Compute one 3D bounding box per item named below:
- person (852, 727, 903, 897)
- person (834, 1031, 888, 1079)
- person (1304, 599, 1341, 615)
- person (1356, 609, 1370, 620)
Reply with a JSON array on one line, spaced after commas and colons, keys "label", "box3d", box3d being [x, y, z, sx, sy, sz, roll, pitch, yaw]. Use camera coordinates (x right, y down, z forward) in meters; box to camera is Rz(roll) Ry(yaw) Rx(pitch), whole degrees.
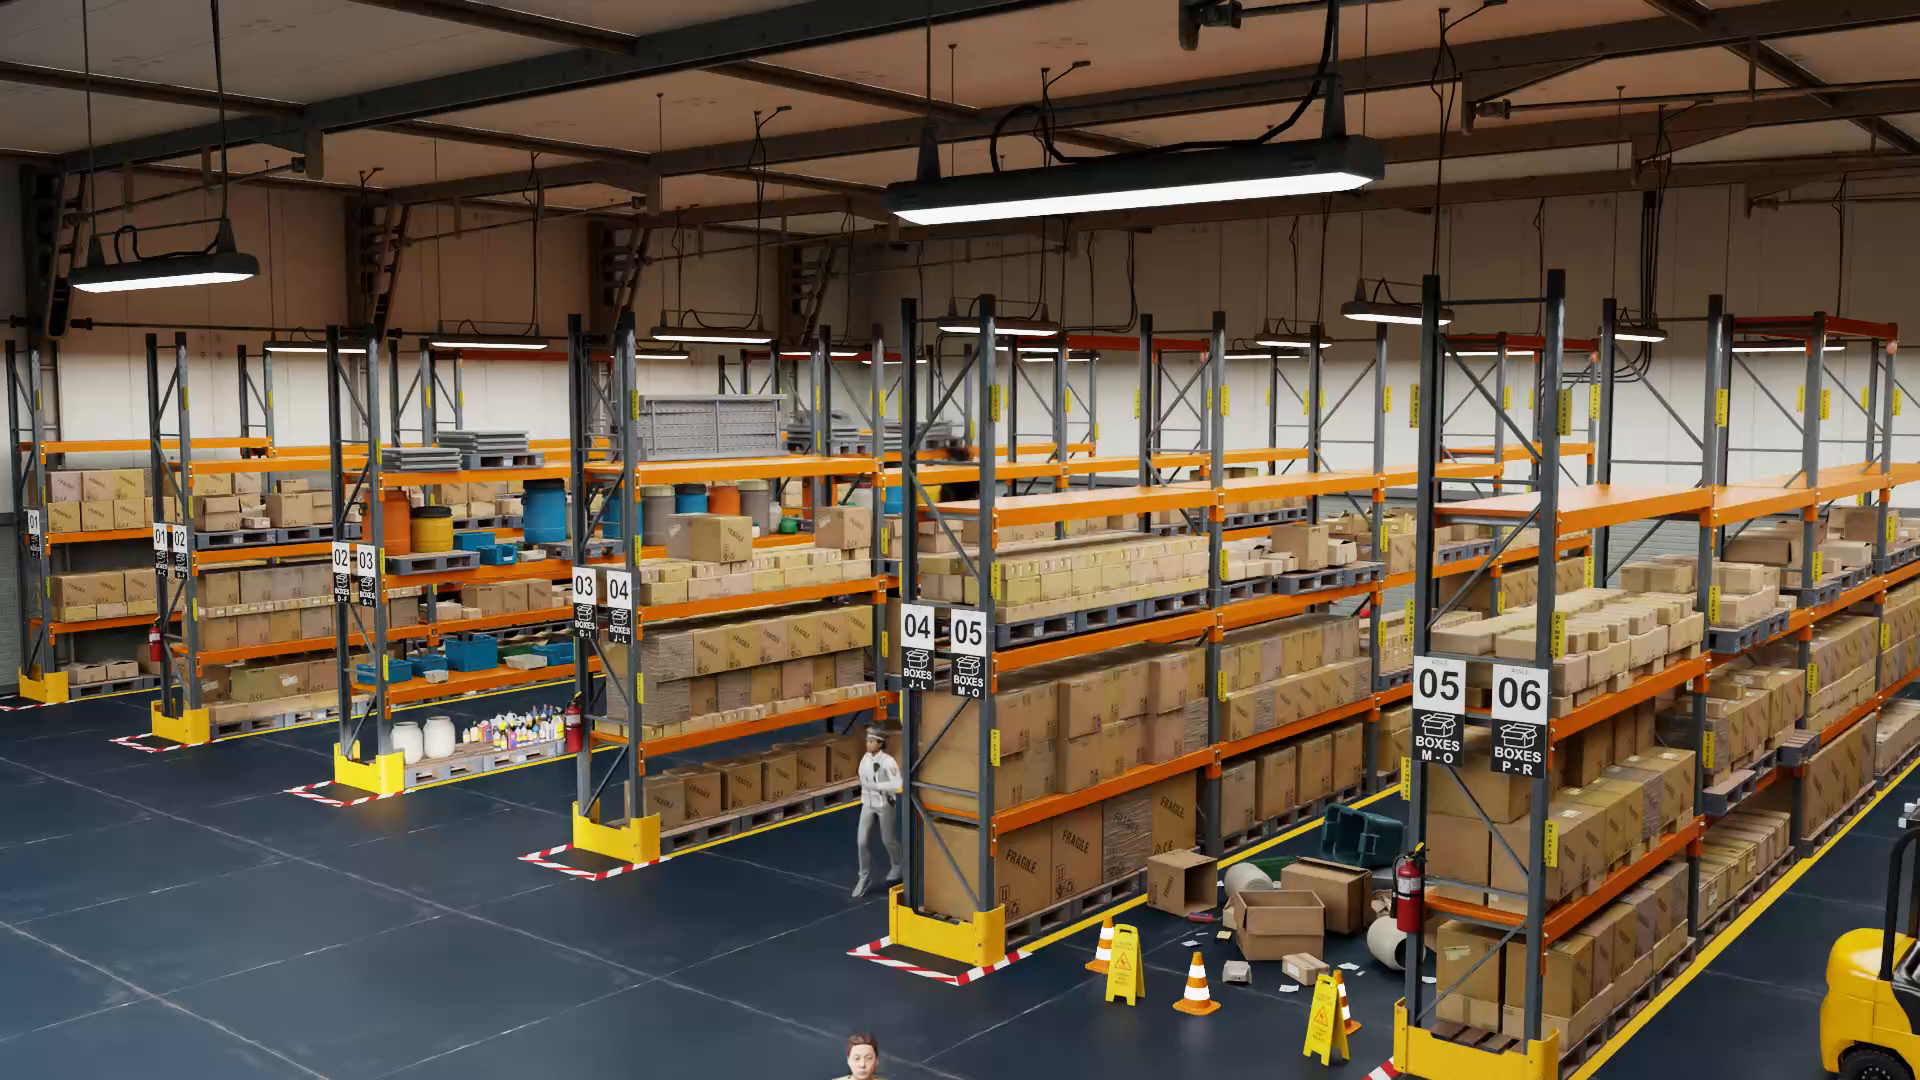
[{"label": "person", "box3d": [-0.812, 2.785, 17.199, 0.559, 1.754, 0.776, 3, 6, 34]}, {"label": "person", "box3d": [-0.533, 3.512, 9.139, 0.587, 1.645, 0.911, 0, 5, -4]}, {"label": "person", "box3d": [6.903, 1.434, 31.833, 0.771, 1.772, 0.715, 5, 7, 42]}, {"label": "person", "box3d": [6.361, 1.947, 26.167, 0.686, 1.748, 0.633, 5, 7, 43]}]
